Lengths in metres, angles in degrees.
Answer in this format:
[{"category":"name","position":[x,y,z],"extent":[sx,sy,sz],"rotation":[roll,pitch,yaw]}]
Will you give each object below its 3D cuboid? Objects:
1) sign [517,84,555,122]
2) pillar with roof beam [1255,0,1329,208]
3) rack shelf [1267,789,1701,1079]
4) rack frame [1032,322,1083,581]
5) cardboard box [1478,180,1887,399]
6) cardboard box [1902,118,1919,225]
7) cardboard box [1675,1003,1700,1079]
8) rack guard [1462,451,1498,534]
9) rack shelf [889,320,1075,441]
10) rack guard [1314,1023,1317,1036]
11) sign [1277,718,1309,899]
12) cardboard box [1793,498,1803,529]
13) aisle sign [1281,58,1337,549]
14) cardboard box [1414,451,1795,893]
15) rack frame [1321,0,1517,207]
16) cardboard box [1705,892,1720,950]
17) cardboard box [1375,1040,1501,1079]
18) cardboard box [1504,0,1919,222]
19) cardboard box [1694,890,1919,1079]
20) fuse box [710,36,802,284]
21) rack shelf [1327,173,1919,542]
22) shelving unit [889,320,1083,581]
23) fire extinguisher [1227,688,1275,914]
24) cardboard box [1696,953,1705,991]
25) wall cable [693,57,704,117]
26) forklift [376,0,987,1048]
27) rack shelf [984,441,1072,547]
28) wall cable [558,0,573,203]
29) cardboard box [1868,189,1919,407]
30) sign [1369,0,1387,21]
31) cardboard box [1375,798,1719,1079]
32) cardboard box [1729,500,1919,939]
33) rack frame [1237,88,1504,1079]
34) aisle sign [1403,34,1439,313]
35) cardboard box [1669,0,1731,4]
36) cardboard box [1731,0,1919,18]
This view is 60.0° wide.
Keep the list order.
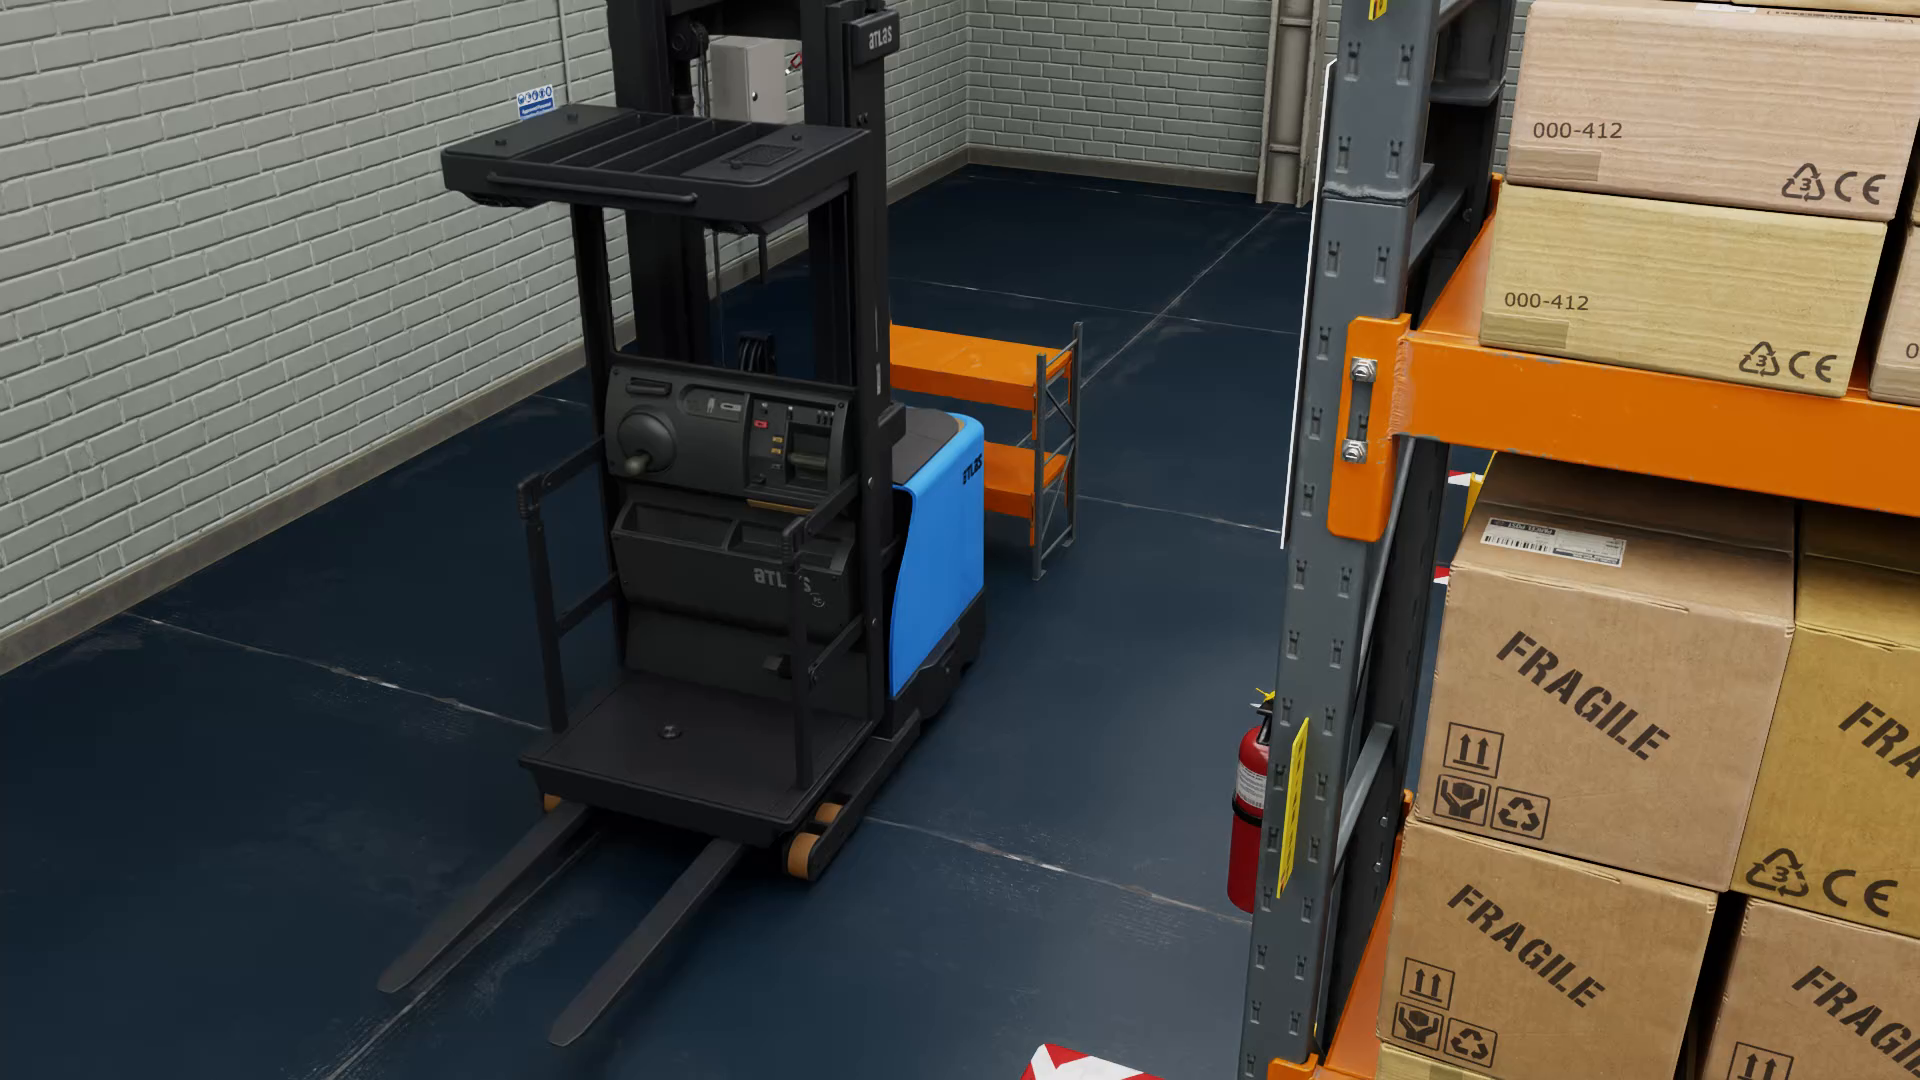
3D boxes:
[{"category":"sign","position":[-2.453,-2.502,9.630],"extent":[0.001,0.218,0.327],"rotation":[11,28,22]},{"category":"pillar with roof beam","position":[0.954,-5.180,8.583],"extent":[0.400,9.000,9.100],"rotation":[11,28,22]},{"category":"rack shelf","position":[2.629,1.330,2.968],"extent":[4.000,0.370,1.077],"rotation":[11,28,22]},{"category":"rack frame","position":[0.457,-0.413,7.815],"extent":[0.032,1.125,0.500],"rotation":[11,28,22]},{"category":"cardboard box","position":[1.112,-0.452,2.547],"extent":[0.500,0.250,0.500],"rotation":[12,29,24]},{"category":"cardboard box","position":[1.576,-0.582,2.244],"extent":[0.500,0.250,0.500],"rotation":[11,28,21]},{"category":"cardboard box","position":[1.439,1.046,3.015],"extent":[0.250,0.149,0.380],"rotation":[11,28,20]},{"category":"rack guard","position":[2.744,-0.251,8.193],"extent":[0.348,0.500,1.175],"rotation":[11,28,22]},{"category":"rack shelf","position":[-0.006,-0.768,7.875],"extent":[1.000,0.278,0.538],"rotation":[11,28,22]},{"category":"rack guard","position":[0.878,1.777,4.076],"extent":[0.348,0.500,1.175],"rotation":[11,28,22]},{"category":"sign","position":[0.584,0.471,2.917],"extent":[0.005,0.325,0.100],"rotation":[11,28,22]},{"category":"cardboard box","position":[1.328,-0.002,3.276],"extent":[0.500,0.500,0.500],"rotation":[11,28,21]},{"category":"aisle sign","position":[0.618,-0.418,2.760],"extent":[0.004,0.787,0.394],"rotation":[11,28,22]},{"category":"cardboard box","position":[1.108,0.203,2.860],"extent":[0.500,0.500,0.500],"rotation":[11,28,21]},{"category":"rack frame","position":[0.809,-2.050,2.227],"extent":[0.127,3.000,1.000],"rotation":[11,28,22]},{"category":"cardboard box","position":[1.791,0.538,3.312],"extent":[0.500,0.500,0.500],"rotation":[11,28,21]},{"category":"cardboard box","position":[0.968,0.945,3.219],"extent":[0.250,0.149,0.380],"rotation":[11,28,21]},{"category":"cardboard box","position":[1.110,-0.675,2.433],"extent":[0.500,0.250,0.500],"rotation":[12,29,23]},{"category":"cardboard box","position":[1.601,0.744,2.894],"extent":[0.500,0.500,0.500],"rotation":[11,28,22]},{"category":"fuse box","position":[-1.375,-2.629,11.653],"extent":[0.414,1.711,0.539],"rotation":[11,28,22]},{"category":"rack shelf","position":[2.629,-0.016,2.305],"extent":[4.000,0.370,1.077],"rotation":[11,28,22]},{"category":"shelving unit","position":[-0.006,-0.506,8.004],"extent":[1.048,1.125,0.538],"rotation":[11,28,22]},{"category":"fire extinguisher","position":[0.770,0.612,4.122],"extent":[0.183,0.674,0.296],"rotation":[11,28,22]},{"category":"cardboard box","position":[1.668,0.800,3.513],"extent":[0.250,0.149,0.380],"rotation":[11,28,21]},{"category":"wall cable","position":[-1.800,-3.417,10.645],"extent":[0.122,1.984,0.588],"rotation":[11,28,22]},{"category":"forklift","position":[-0.895,-0.333,5.607],"extent":[1.130,2.935,3.031],"rotation":[10,28,19]},{"category":"rack shelf","position":[-0.006,-0.287,8.112],"extent":[1.000,0.278,0.538],"rotation":[11,28,22]},{"category":"wall cable","position":[-2.377,-2.859,9.475],"extent":[0.123,1.953,0.585],"rotation":[11,28,22]},{"category":"cardboard box","position":[1.589,-0.354,2.348],"extent":[0.500,0.250,0.500],"rotation":[12,29,23]},{"category":"sign","position":[0.584,-0.878,2.253],"extent":[0.005,0.325,0.100],"rotation":[11,28,22]},{"category":"cardboard box","position":[1.103,0.656,3.072],"extent":[0.500,0.500,0.500],"rotation":[13,29,24]},{"category":"cardboard box","position":[1.569,0.293,2.677],"extent":[0.500,0.500,0.500],"rotation":[12,29,23]},{"category":"rack frame","position":[0.809,0.641,3.552],"extent":[0.127,3.000,1.000],"rotation":[11,28,22]},{"category":"aisle sign","position":[0.866,-0.659,3.250],"extent":[0.004,0.787,0.394],"rotation":[11,28,22]},{"category":"cardboard box","position":[1.009,-0.890,2.417],"extent":[0.250,0.149,0.380],"rotation":[11,28,21]},{"category":"cardboard box","position":[1.234,-0.836,2.308],"extent":[0.250,0.149,0.380],"rotation":[13,29,24]}]
